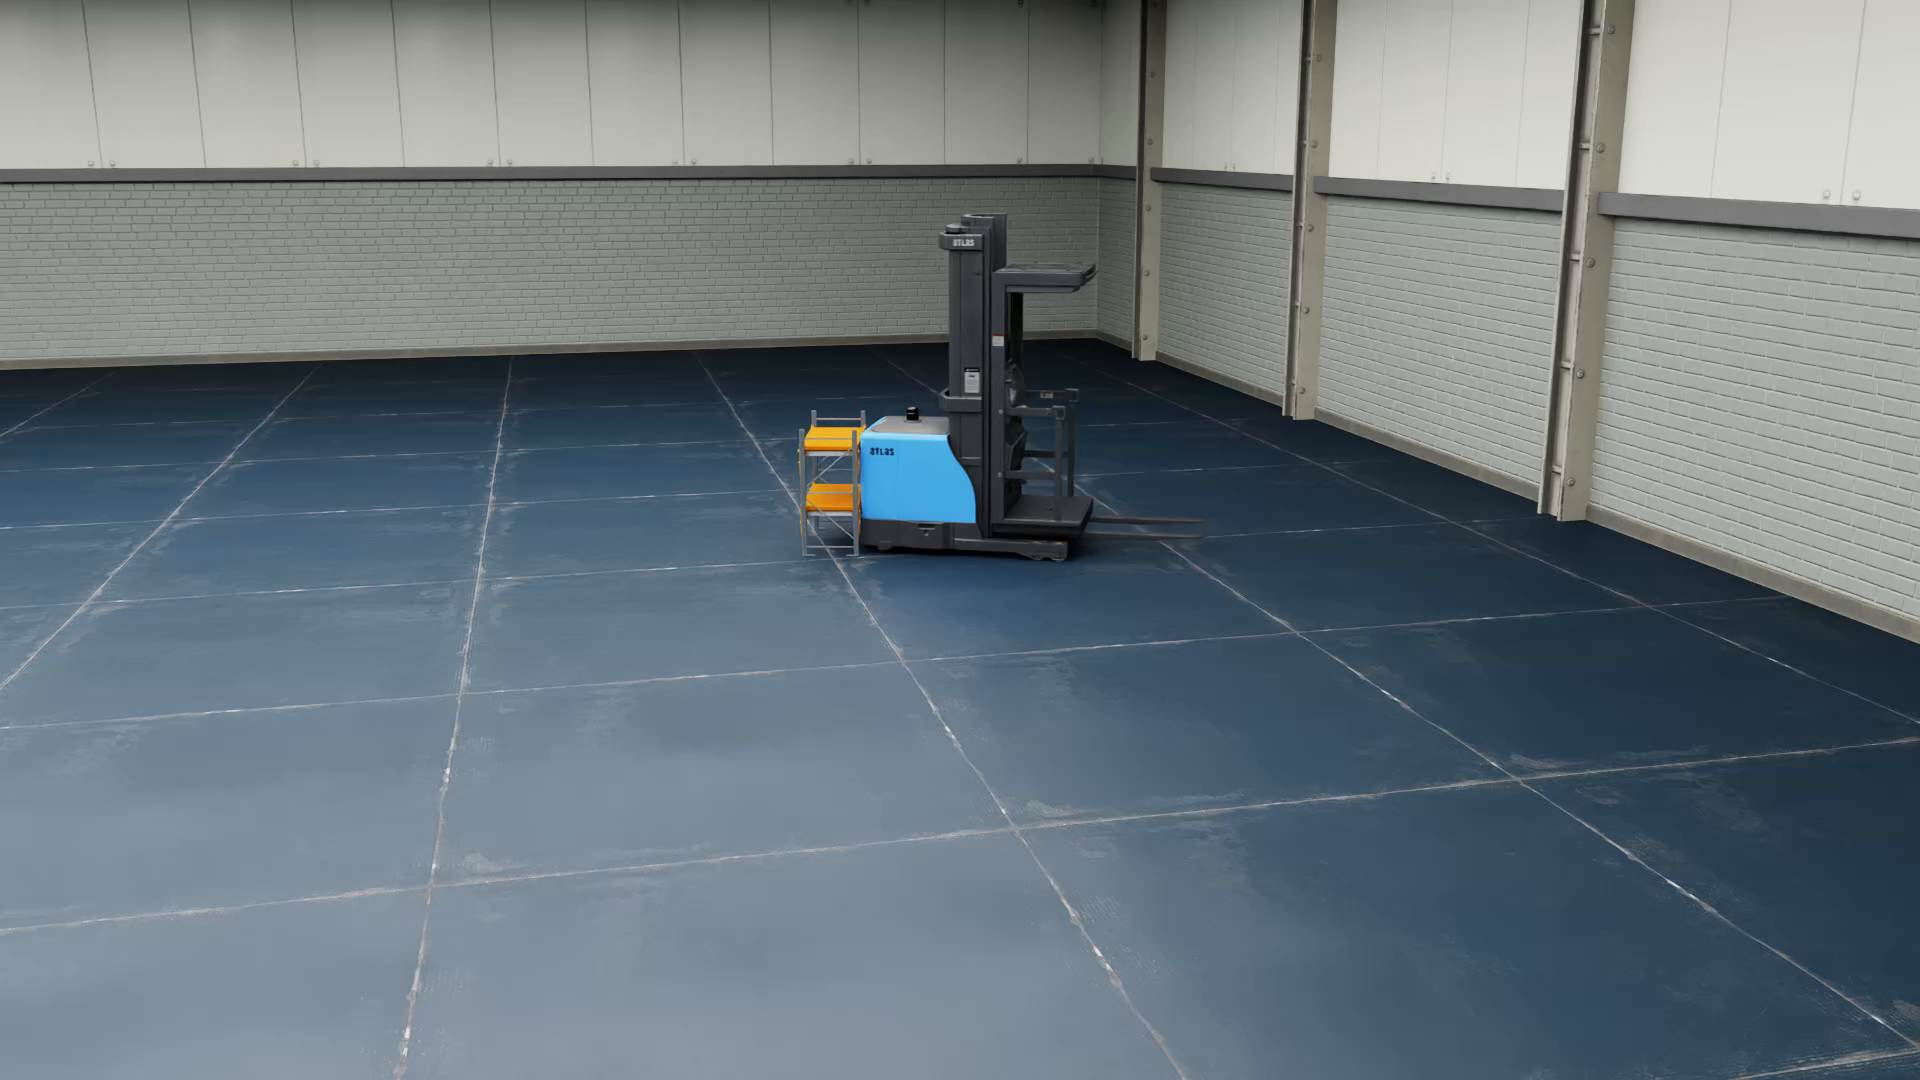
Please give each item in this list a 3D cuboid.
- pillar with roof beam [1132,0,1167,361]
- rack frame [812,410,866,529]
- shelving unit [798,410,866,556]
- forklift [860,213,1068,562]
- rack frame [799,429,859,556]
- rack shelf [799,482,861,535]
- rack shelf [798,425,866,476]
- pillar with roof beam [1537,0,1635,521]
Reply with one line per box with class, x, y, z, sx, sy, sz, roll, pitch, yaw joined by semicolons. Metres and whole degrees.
pillar with roof beam;-1.130;-7.134;25.491;9.100;9.000;0.400;-3;14;-13
rack frame;-1.125;-0.651;15.545;0.500;1.125;0.032;0;14;1
shelving unit;-1.135;-0.531;15.051;0.538;1.125;1.048;0;14;1
forklift;0.674;-1.371;14.685;3.031;2.935;1.130;2;14;10
rack frame;-1.144;-0.410;14.558;0.500;1.125;0.032;0;14;1
rack shelf;-1.135;-0.293;15.109;0.538;0.278;1.000;0;14;1
rack shelf;-1.135;-0.815;14.982;0.538;0.278;1.000;0;14;1
pillar with roof beam;1.688;-4.366;14.160;9.100;9.000;0.400;-3;14;-13
